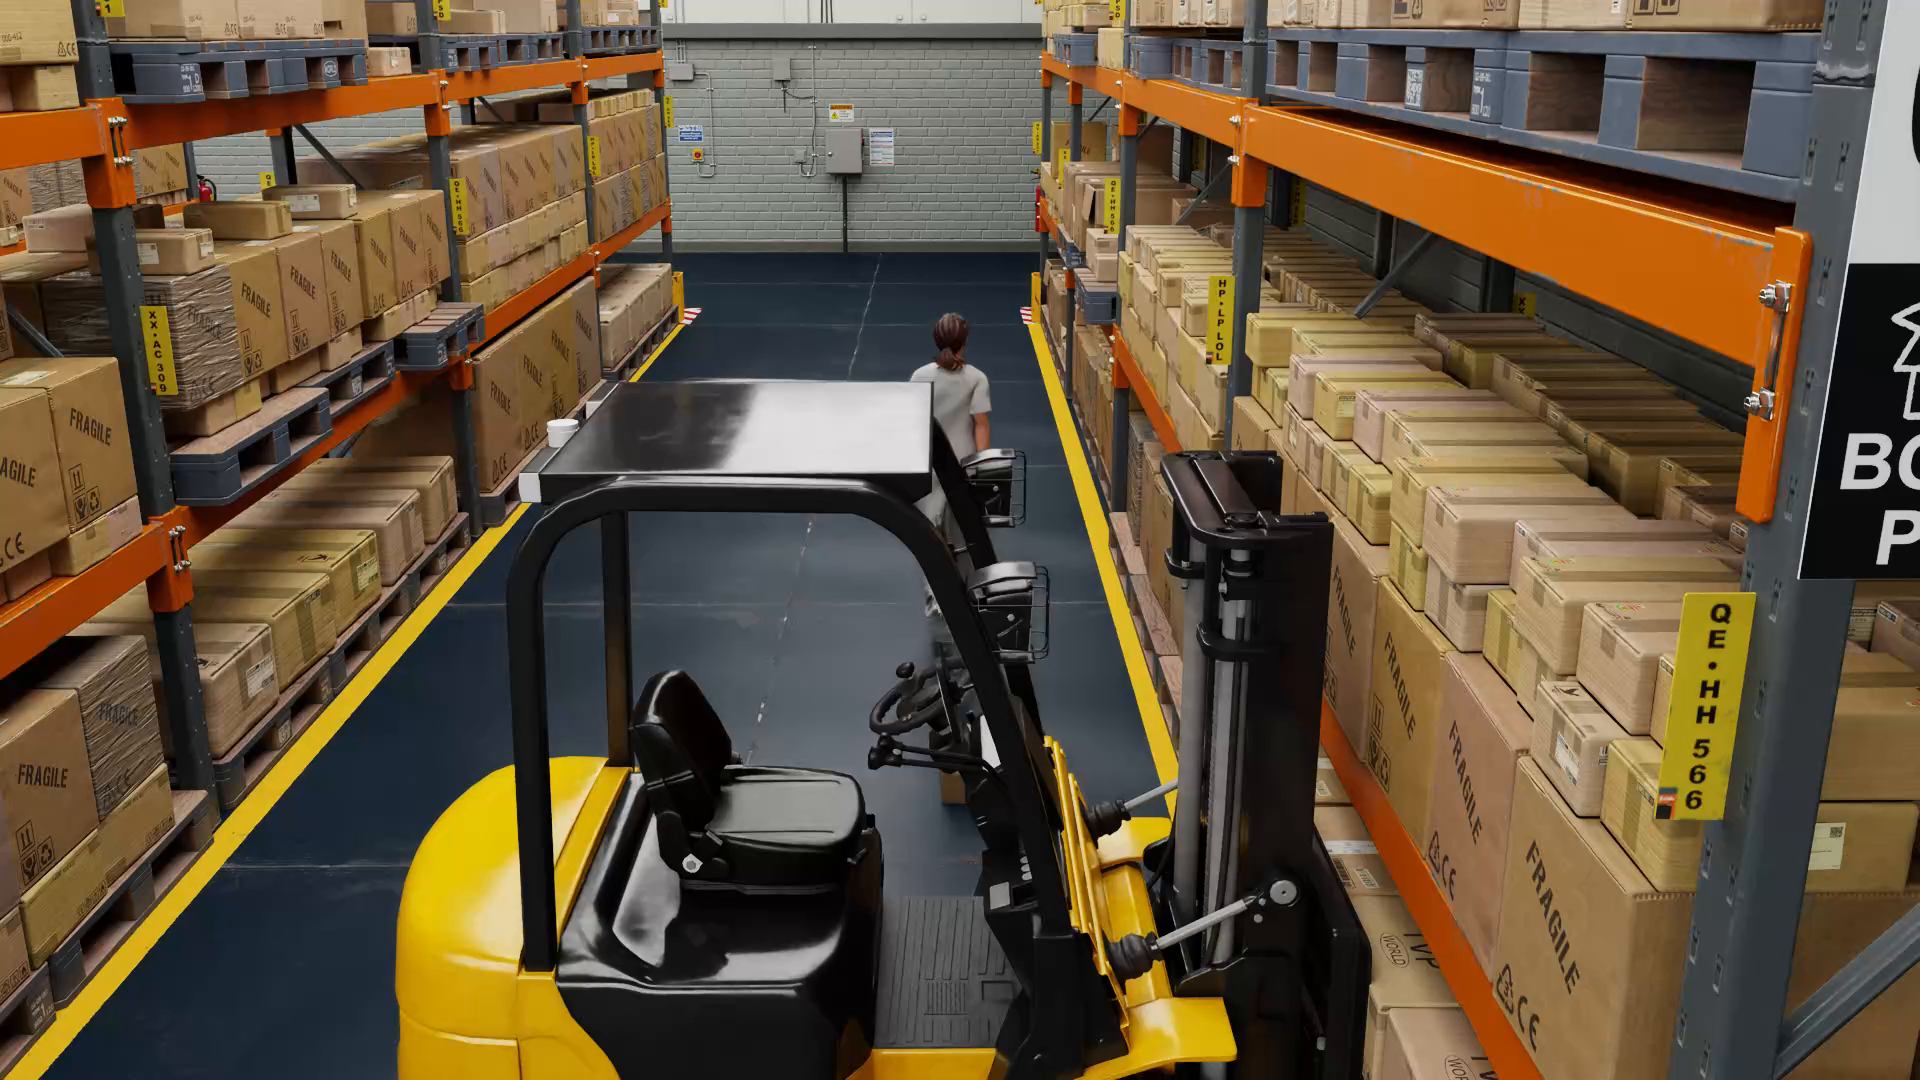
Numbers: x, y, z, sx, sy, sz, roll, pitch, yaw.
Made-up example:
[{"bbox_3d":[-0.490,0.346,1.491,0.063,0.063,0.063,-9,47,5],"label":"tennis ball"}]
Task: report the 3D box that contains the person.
[{"bbox_3d":[-0.058,-0.397,8.820,0.441,1.625,0.993,-1,17,-4],"label":"person"}]
